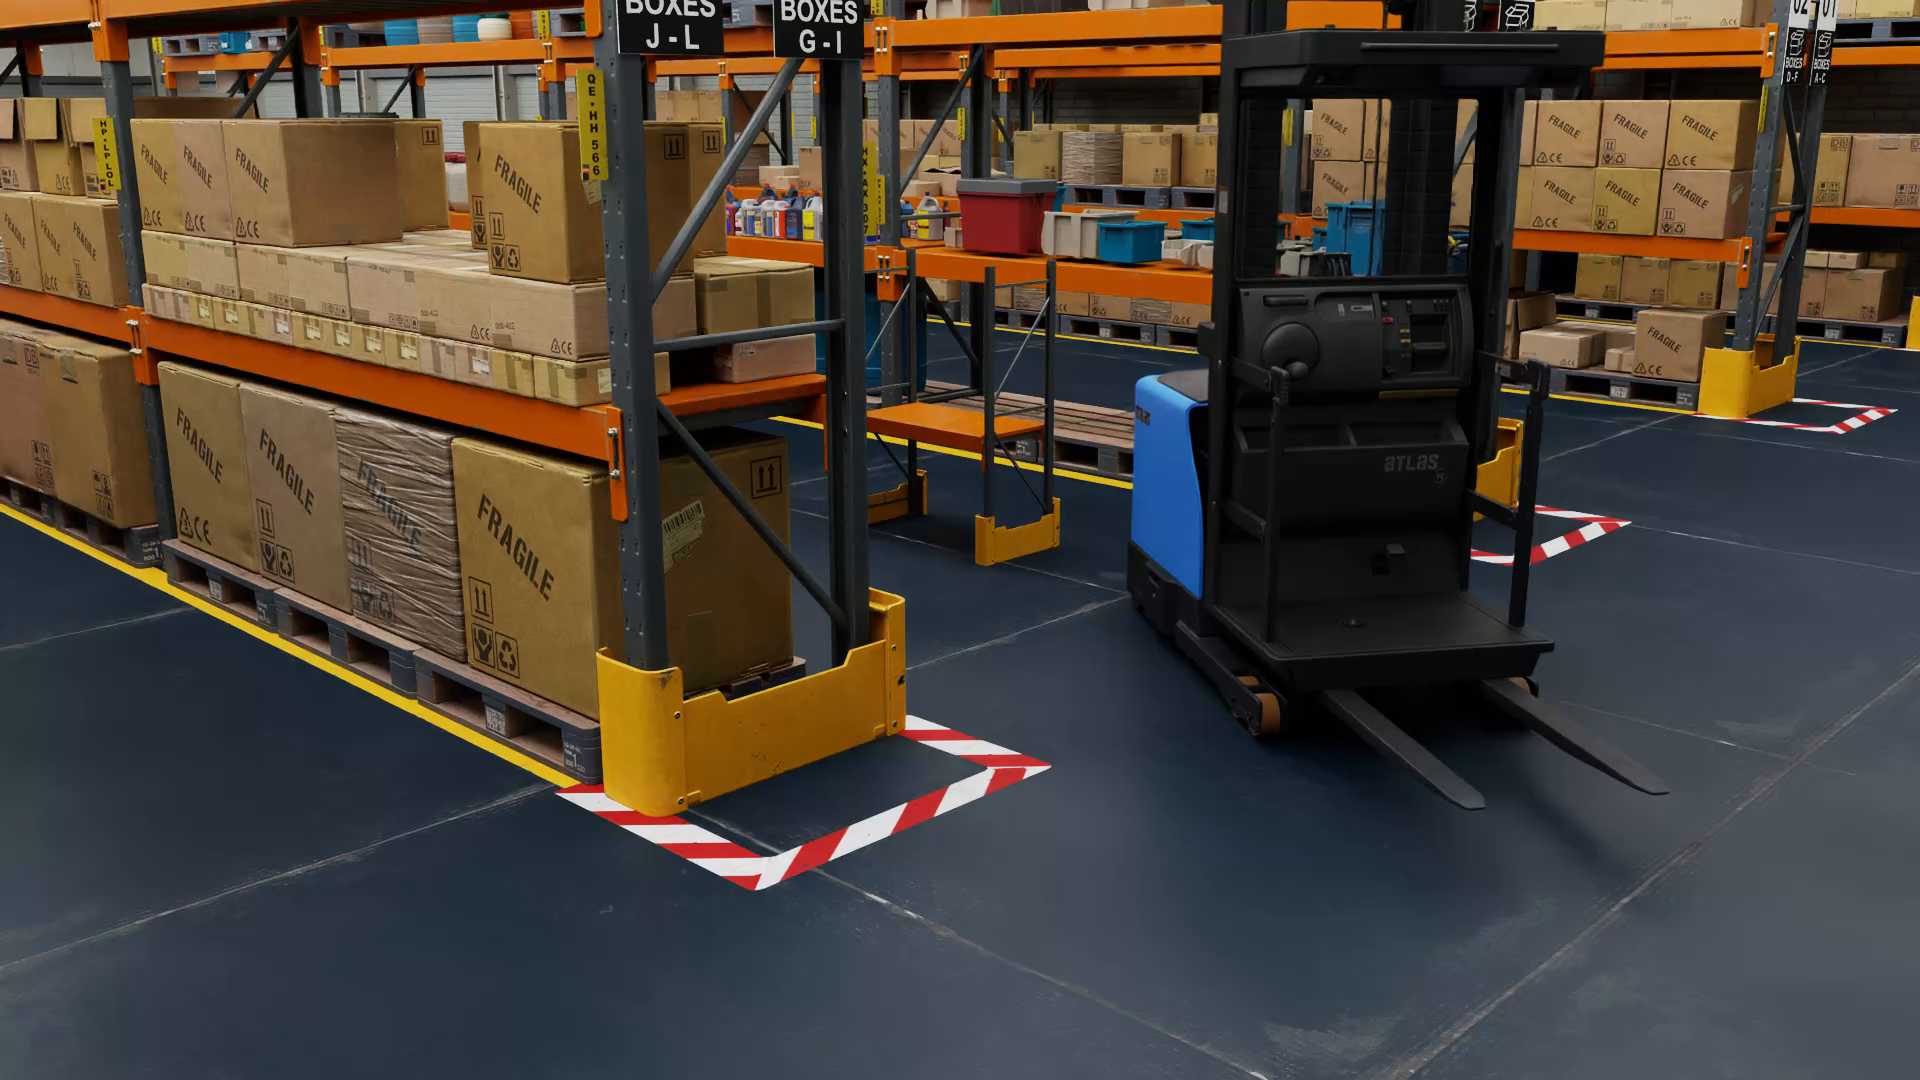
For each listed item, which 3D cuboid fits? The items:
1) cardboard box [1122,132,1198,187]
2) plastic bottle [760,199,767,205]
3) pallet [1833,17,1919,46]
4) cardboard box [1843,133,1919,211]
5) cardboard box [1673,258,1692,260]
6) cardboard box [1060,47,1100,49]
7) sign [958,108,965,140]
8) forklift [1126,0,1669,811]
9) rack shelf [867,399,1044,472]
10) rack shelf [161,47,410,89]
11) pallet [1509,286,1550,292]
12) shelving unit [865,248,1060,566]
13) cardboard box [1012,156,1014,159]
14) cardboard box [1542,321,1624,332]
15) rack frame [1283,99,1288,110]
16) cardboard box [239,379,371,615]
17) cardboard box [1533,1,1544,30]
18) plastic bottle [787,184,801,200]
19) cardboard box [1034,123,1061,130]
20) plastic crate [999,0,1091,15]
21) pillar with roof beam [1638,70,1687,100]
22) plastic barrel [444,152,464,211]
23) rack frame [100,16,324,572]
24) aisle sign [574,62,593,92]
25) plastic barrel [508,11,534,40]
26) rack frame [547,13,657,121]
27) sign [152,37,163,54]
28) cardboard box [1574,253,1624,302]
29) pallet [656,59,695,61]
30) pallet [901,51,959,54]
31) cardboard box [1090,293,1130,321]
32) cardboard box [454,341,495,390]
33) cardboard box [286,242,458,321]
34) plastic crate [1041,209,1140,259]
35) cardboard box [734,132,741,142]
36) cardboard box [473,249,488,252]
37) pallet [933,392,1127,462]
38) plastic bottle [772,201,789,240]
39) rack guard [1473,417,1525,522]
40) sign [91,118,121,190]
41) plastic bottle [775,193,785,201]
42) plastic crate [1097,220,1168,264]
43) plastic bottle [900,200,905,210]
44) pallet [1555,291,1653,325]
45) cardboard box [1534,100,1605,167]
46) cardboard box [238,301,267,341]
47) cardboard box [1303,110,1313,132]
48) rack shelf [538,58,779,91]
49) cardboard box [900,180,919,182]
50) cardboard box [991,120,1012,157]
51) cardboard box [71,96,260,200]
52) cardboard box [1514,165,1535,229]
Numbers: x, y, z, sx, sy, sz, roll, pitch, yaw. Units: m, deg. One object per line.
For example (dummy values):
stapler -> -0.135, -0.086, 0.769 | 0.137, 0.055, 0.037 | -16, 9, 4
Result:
cardboard box -> 1.962, -3.723, 16.242 | 0.500, 0.500, 0.700 | 8, 17, 28
plastic bottle -> -1.489, -2.466, 12.701 | 0.097, 0.271, 0.097 | 0, 15, 0
pallet -> 9.050, -4.910, 16.054 | 1.213, 0.211, 1.003 | 14, 20, 42
cardboard box -> 9.218, -3.606, 16.228 | 0.980, 0.700, 0.700 | -13, 20, -42
cardboard box -> 7.675, -3.047, 17.516 | 0.250, 0.149, 0.380 | 13, 19, 41
cardboard box -> 1.476, -5.123, 16.498 | 0.500, 0.500, 0.910 | 14, 20, 42
sign -> 0.014, -4.333, 17.315 | 0.005, 0.325, 0.100 | 14, 20, 42
forklift -> 1.560, -0.790, 6.151 | 1.130, 2.935, 3.031 | -3, 15, -10
rack shelf -> -0.061, -0.567, 8.846 | 1.000, 0.185, 0.538 | 14, 20, 42
rack shelf -> -7.363, -5.129, 18.145 | 4.000, 0.370, 1.077 | 14, 20, 42
pallet -> 6.104, -2.845, 19.434 | 1.213, 0.211, 1.003 | 14, 20, 42
shelving unit -> -0.055, -0.739, 8.794 | 1.083, 1.500, 0.587 | 14, 20, 42
cardboard box -> 0.764, -5.532, 24.472 | 0.500, 0.250, 0.500 | 14, 20, 43
cardboard box -> 5.242, -1.678, 14.002 | 0.500, 0.250, 0.500 | 14, 20, 42
rack frame -> 3.833, -4.774, 21.303 | 0.127, 3.000, 1.000 | 14, 20, 42
cardboard box -> -2.535, -0.264, 7.376 | 0.875, 0.875, 0.875 | 14, 20, 42
cardboard box -> 4.533, -4.160, 13.296 | 0.500, 0.250, 0.500 | 14, 20, 42
plastic bottle -> -1.319, -2.667, 13.316 | 0.185, 0.351, 0.144 | 14, 20, 42
cardboard box -> 1.296, -5.640, 23.556 | 0.500, 0.500, 0.700 | 14, 20, 42
plastic crate -> 0.540, -3.396, 10.328 | 0.590, 0.269, 0.497 | 14, 20, 42
pillar with roof beam -> 4.828, -6.230, 14.994 | 0.400, 9.000, 9.100 | 14, 20, 42
plastic barrel -> -4.859, -3.405, 15.783 | 0.433, 0.535, 0.433 | 0, 15, 0
rack frame -> -3.602, -1.376, 8.265 | 0.127, 3.000, 1.000 | 14, 20, 42
aisle sign -> -5.205, -6.597, 23.144 | 0.004, 0.787, 0.394 | 14, 20, 42
plastic barrel -> -3.955, -4.932, 15.112 | 0.708, 0.830, 0.600 | 14, 20, 42
rack frame -> -3.044, -2.975, 14.402 | 0.127, 3.000, 1.000 | 14, 20, 42
sign -> -9.188, -5.732, 19.016 | 0.005, 0.325, 0.100 | 14, 20, 42
cardboard box -> 7.179, -2.918, 18.305 | 0.500, 0.500, 0.700 | 14, 20, 43
pallet -> -3.988, -6.341, 21.544 | 1.213, 0.211, 1.003 | 14, 20, 42
pallet -> -0.154, -5.336, 17.889 | 1.213, 0.211, 1.003 | -13, 20, -42
cardboard box -> 1.644, -2.476, 16.570 | 0.500, 0.500, 0.500 | 13, 19, 40
cardboard box -> -1.577, -0.647, 5.963 | 0.250, 0.149, 0.380 | 14, 20, 42
cardboard box -> -2.365, -1.053, 6.730 | 0.500, 0.250, 0.500 | 14, 20, 42
plastic crate -> 0.807, -1.946, 10.569 | 0.530, 0.282, 0.437 | 14, 20, 42
cardboard box -> -2.827, -4.945, 20.476 | 0.250, 0.149, 0.380 | 14, 20, 42
cardboard box -> -1.619, -1.059, 6.755 | 0.500, 0.250, 0.500 | 13, 19, 40
pallet -> 0.392, -0.804, 11.600 | 1.213, 0.211, 1.003 | 14, 20, 42
plastic bottle -> -1.298, -2.378, 12.355 | 0.135, 0.276, 0.152 | 14, 20, 42
rack guard -> 2.742, -0.364, 9.337 | 0.348, 0.500, 1.175 | 14, 20, 42
sign -> -3.972, -1.798, 7.744 | 0.005, 0.325, 0.100 | 14, 20, 42
plastic bottle -> -1.447, -2.659, 13.418 | 0.133, 0.283, 0.061 | 14, 20, 42
plastic crate -> 1.059, -1.836, 10.243 | 0.300, 0.233, 0.416 | 14, 20, 42
plastic bottle -> -0.496, -2.429, 12.553 | 0.135, 0.276, 0.152 | 14, 20, 42
pallet -> 7.205, -2.577, 18.403 | 1.213, 0.211, 1.003 | 14, 20, 42
cardboard box -> 4.904, -3.212, 13.129 | 0.500, 0.500, 0.500 | -14, 20, -43
cardboard box -> -2.866, -0.960, 7.166 | 0.250, 0.149, 0.380 | 13, 20, 41
cardboard box -> 4.368, -5.118, 20.311 | 0.500, 0.250, 0.500 | 13, 20, 41
rack shelf -> -3.922, -6.027, 21.593 | 4.000, 0.370, 1.077 | 14, 20, 42
cardboard box -> -0.560, -3.965, 18.699 | 0.380, 0.149, 0.250 | -13, 19, -40
cardboard box -> 0.398, -5.800, 24.014 | 0.500, 0.500, 0.500 | 14, 20, 42
cardboard box -> -4.068, -2.020, 8.549 | 0.637, 0.503, 0.797 | 13, 19, 41
cardboard box -> 4.551, -2.818, 13.599 | 0.500, 0.500, 0.500 | 13, 20, 41
